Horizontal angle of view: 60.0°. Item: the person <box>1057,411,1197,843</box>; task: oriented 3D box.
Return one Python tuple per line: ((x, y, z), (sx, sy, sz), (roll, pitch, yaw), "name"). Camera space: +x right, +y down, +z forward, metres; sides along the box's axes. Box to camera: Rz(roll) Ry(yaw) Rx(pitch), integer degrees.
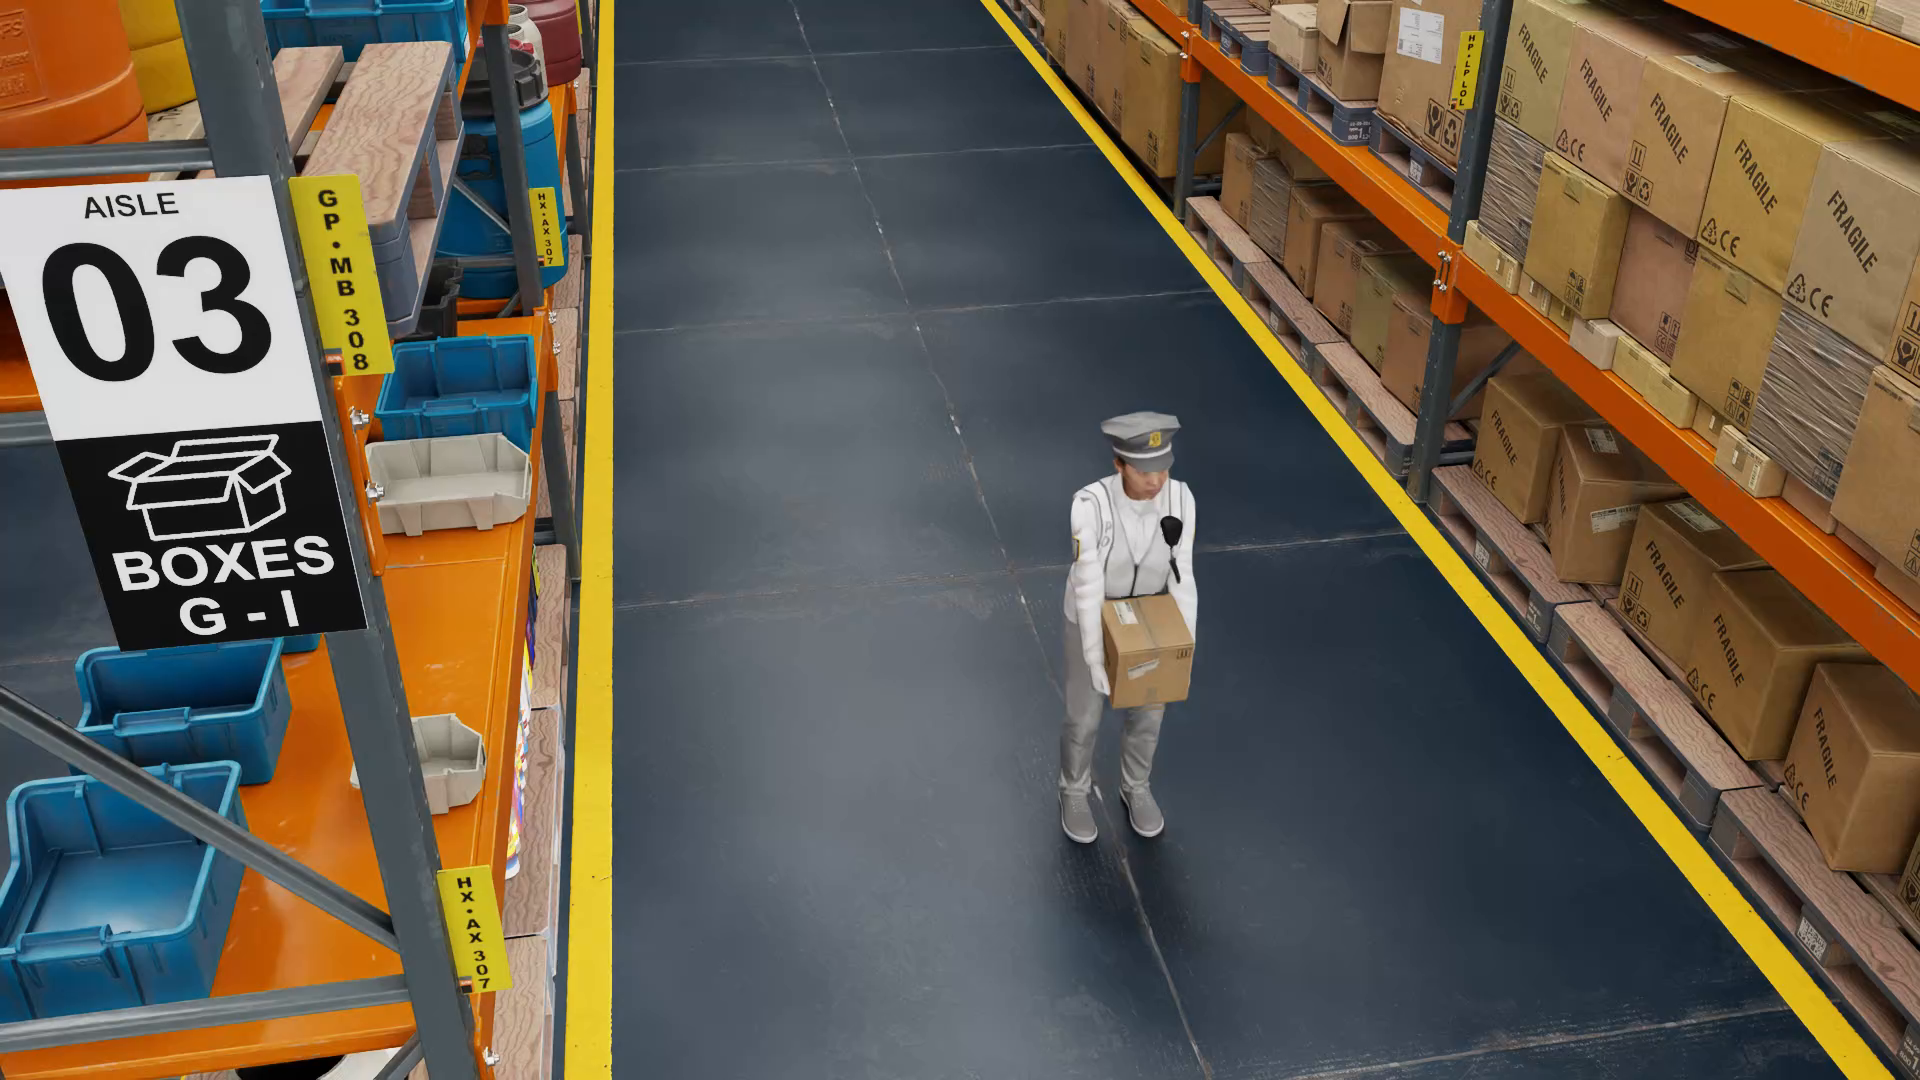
((0.569, 0.329, 5.588), (0.416, 1.665, 0.541), (-6, 31, -10), "person")
